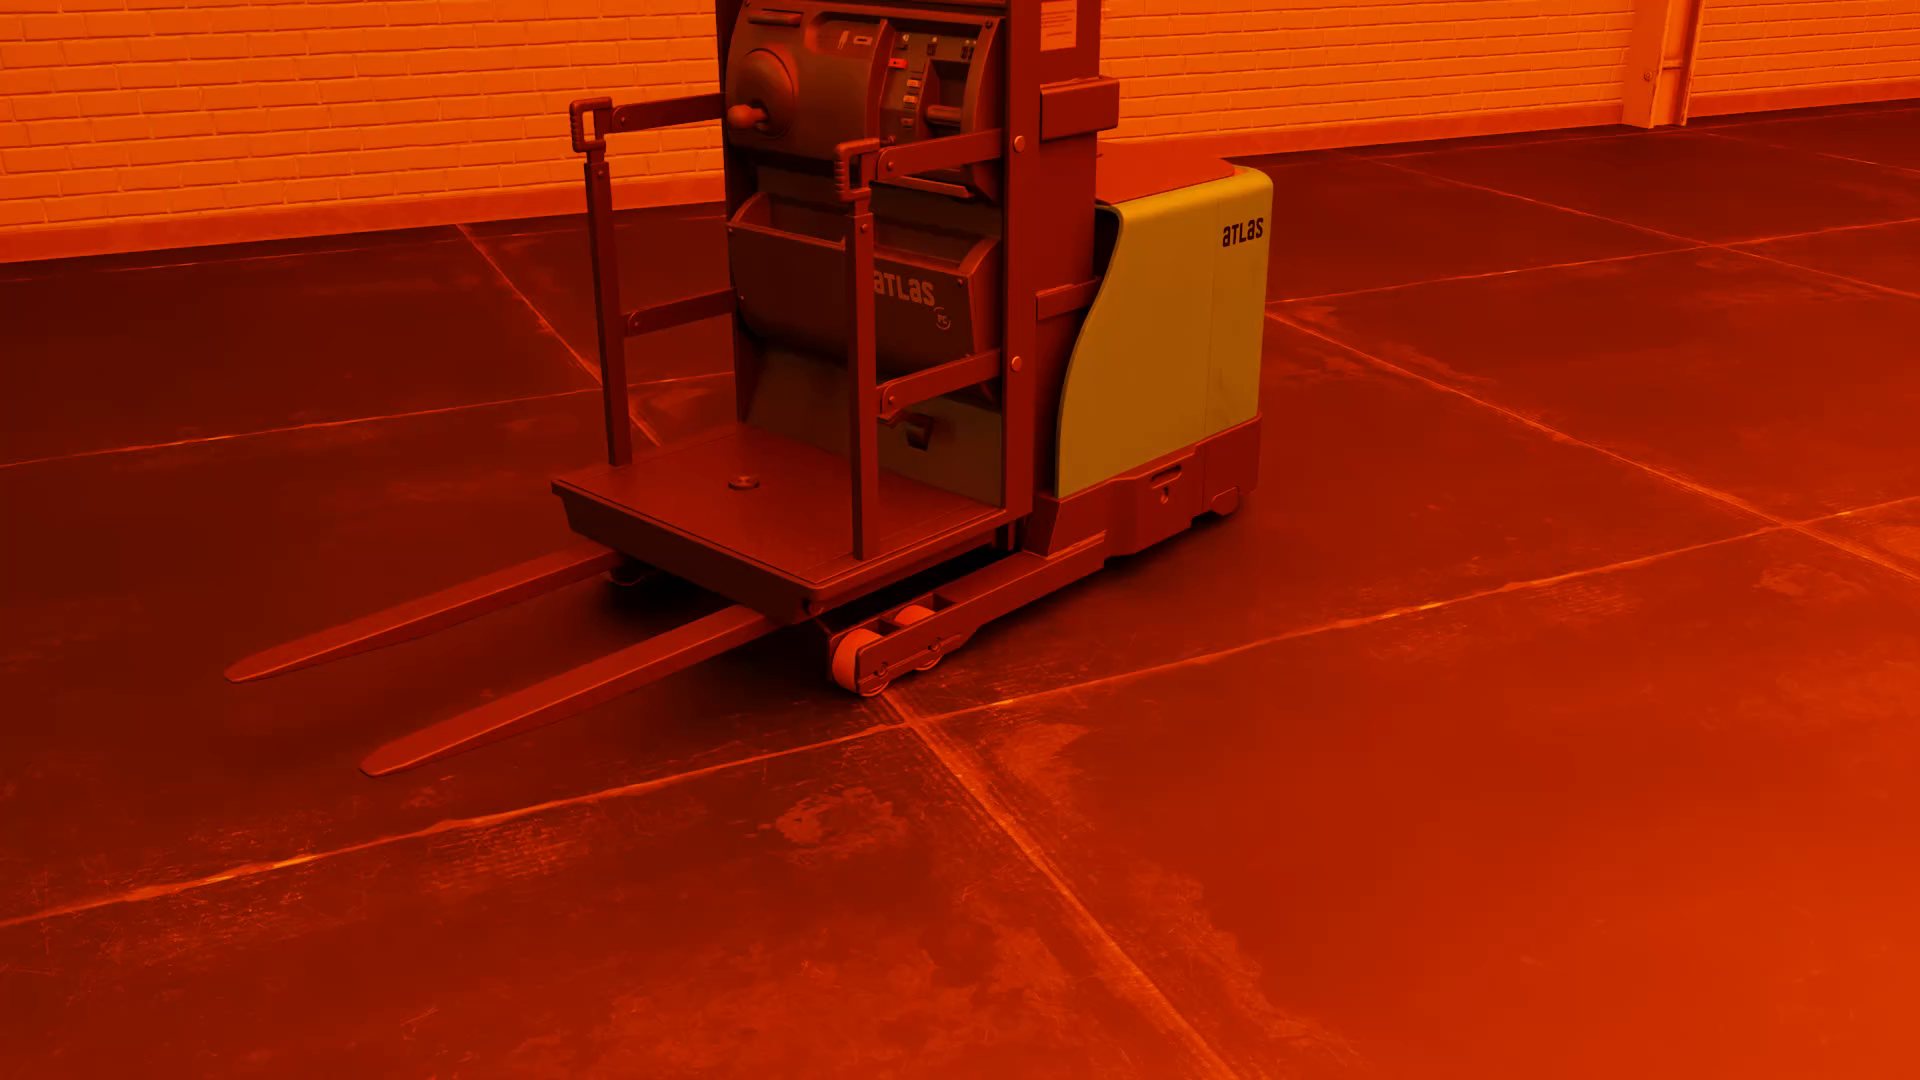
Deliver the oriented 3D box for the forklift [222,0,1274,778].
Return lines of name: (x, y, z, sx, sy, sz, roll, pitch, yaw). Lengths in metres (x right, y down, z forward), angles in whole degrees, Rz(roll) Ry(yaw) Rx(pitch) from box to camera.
forklift: (-0.413, -1.182, 4.131, 1.130, 2.935, 3.031, 19, 29, 39)
